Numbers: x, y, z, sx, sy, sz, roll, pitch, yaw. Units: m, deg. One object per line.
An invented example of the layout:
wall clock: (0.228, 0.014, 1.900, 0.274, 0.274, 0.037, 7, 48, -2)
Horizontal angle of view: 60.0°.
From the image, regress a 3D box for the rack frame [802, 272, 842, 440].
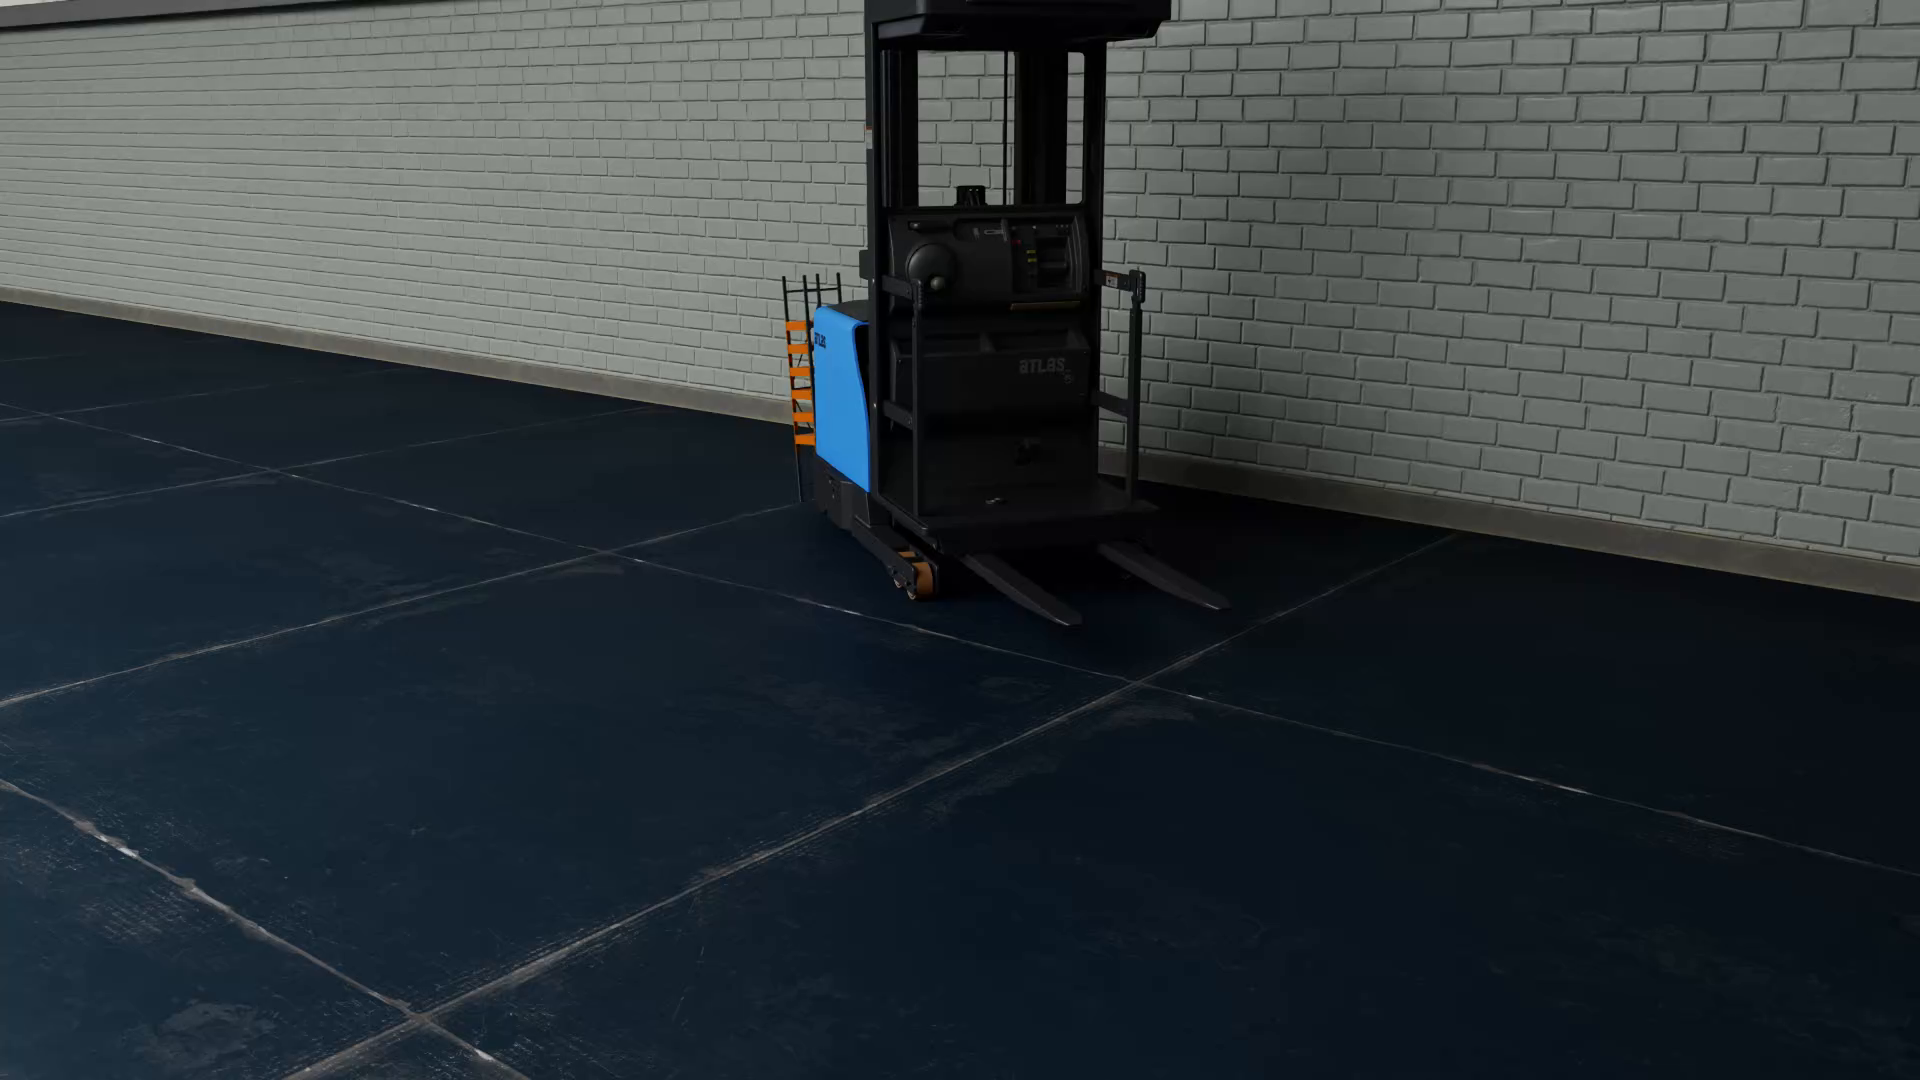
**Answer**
rack frame: (-0.684, -0.796, 8.758, 0.240, 1.200, 0.006, -12, 13, -40)

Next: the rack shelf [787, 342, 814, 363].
rack shelf: (-0.757, -0.997, 8.792, 0.258, 0.103, 0.180, -12, 13, -40)

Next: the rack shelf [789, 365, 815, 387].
rack shelf: (-0.749, -0.879, 8.813, 0.258, 0.103, 0.180, -12, 13, -40)

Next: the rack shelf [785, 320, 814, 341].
rack shelf: (-0.765, -1.115, 8.771, 0.258, 0.103, 0.180, -12, 13, -40)

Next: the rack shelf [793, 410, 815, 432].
rack shelf: (-0.734, -0.643, 8.856, 0.258, 0.103, 0.180, -12, 13, -40)

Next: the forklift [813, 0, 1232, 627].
forklift: (0.205, -1.276, 7.193, 1.130, 2.935, 3.031, -5, 15, -19)

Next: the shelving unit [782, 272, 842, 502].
shelving unit: (-0.744, -0.805, 8.827, 0.258, 1.200, 0.189, -12, 13, -40)

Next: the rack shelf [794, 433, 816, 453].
rack shelf: (-0.726, -0.525, 8.877, 0.258, 0.103, 0.180, -12, 13, -40)

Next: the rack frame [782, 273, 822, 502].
rack frame: (-0.805, -0.813, 8.895, 0.240, 1.200, 0.006, -12, 13, -40)

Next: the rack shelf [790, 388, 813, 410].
rack shelf: (-0.742, -0.761, 8.834, 0.258, 0.103, 0.180, -12, 13, -40)
